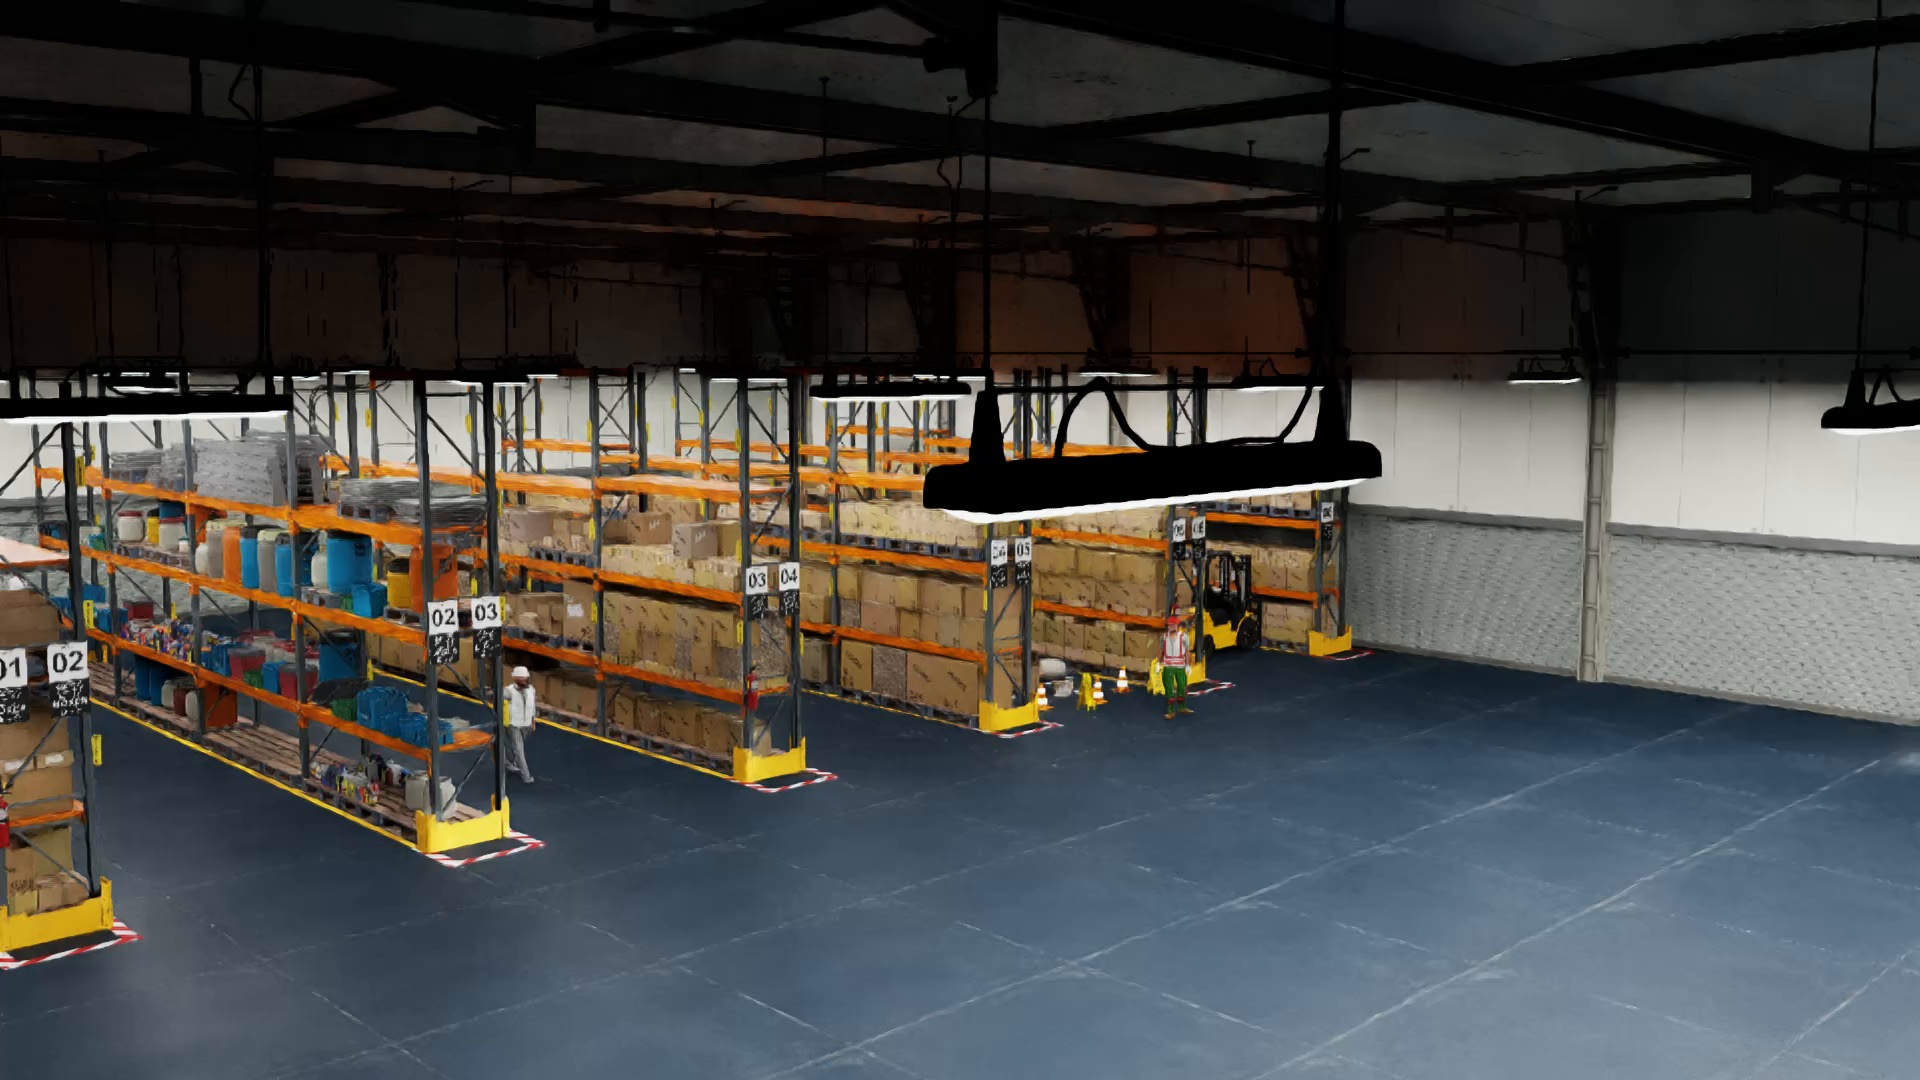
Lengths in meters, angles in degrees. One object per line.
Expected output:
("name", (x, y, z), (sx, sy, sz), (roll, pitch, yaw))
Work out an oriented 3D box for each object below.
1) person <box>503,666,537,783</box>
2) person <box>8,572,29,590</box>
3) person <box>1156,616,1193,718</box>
("person", (-6.520, 2.695, 24.683), (1.119, 1.700, 0.543), (6, 9, 43))
("person", (-20.254, 1.436, 35.614), (0.510, 1.776, 0.764), (0, 6, 3))
("person", (3.740, 2.189, 28.977), (0.646, 1.781, 0.553), (2, 7, 16))
